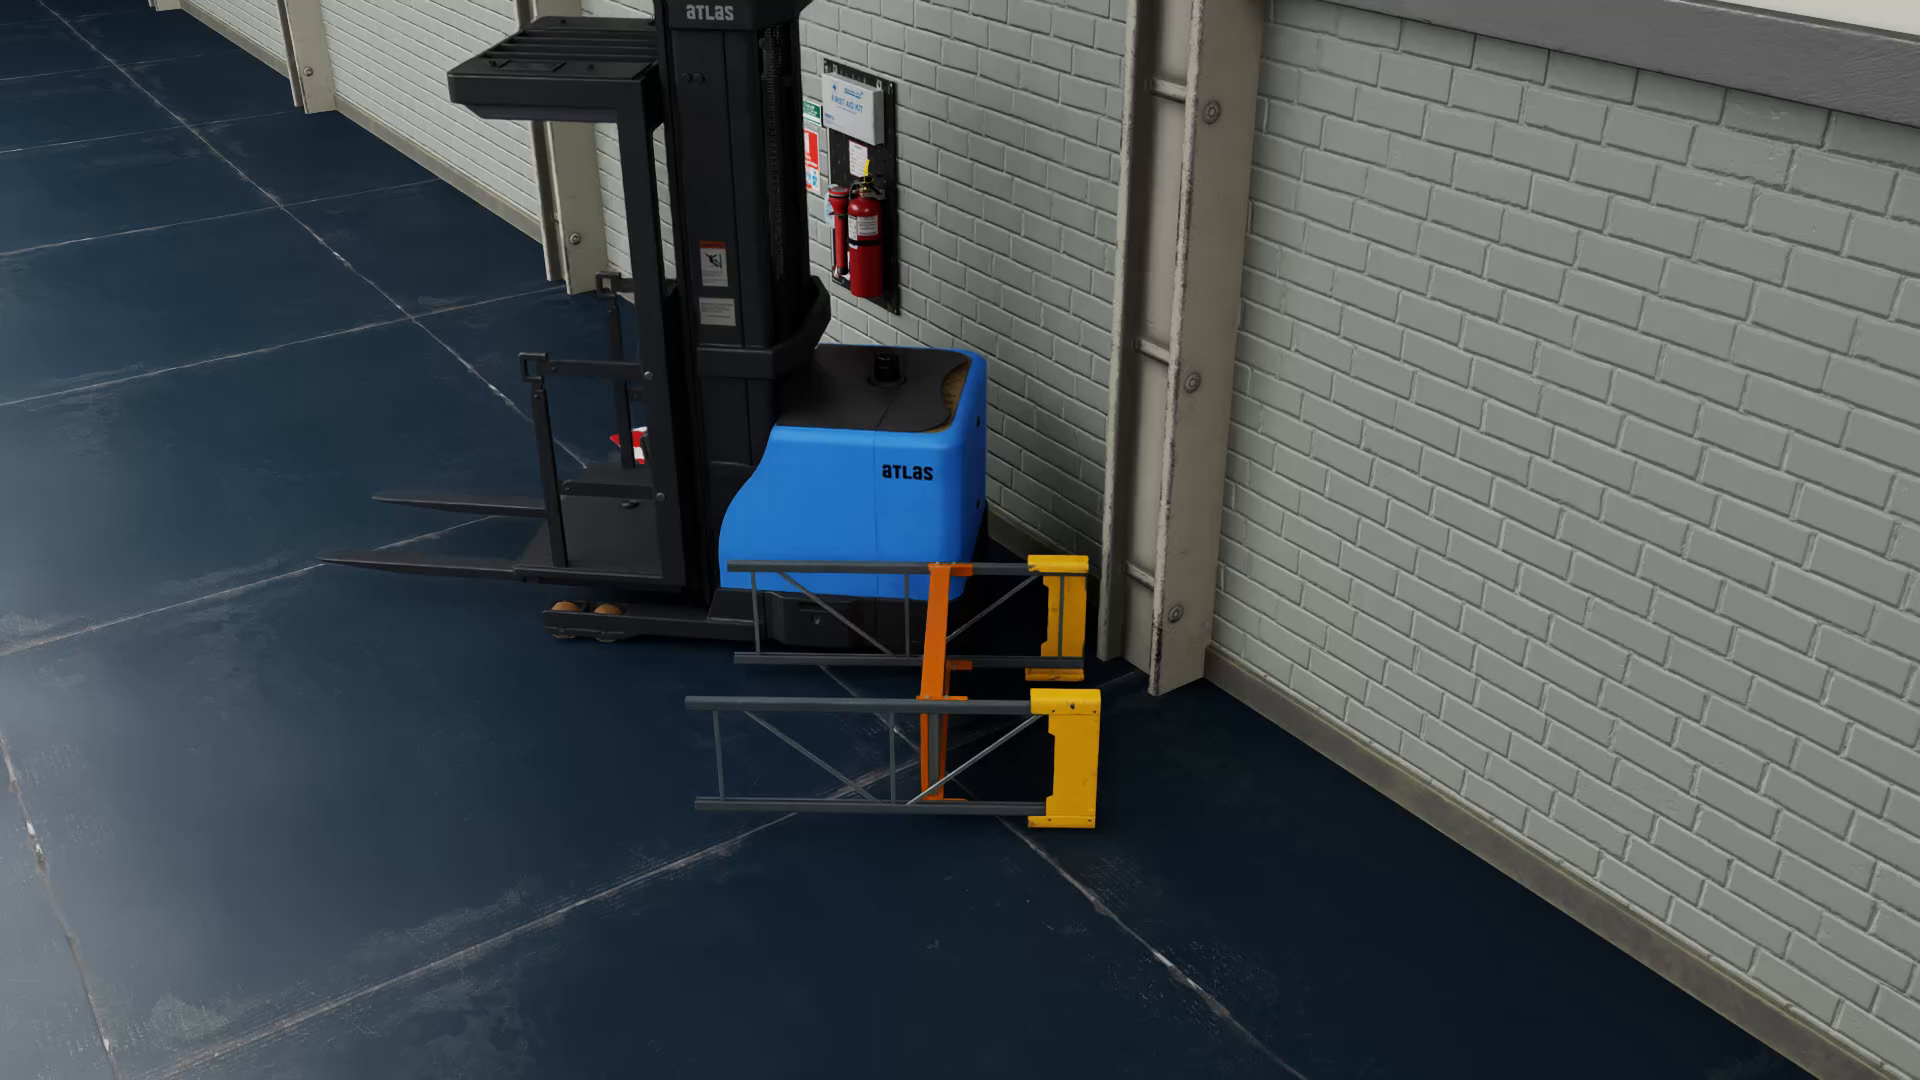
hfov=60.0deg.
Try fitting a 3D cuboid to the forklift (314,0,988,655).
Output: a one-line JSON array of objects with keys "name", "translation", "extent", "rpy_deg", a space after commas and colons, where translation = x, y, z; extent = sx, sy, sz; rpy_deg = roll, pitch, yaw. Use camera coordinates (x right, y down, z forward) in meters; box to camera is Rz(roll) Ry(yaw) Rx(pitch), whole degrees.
[{"name": "forklift", "translation": [-1.423, -1.078, 7.163], "extent": [3.031, 2.935, 1.130], "rpy_deg": [3, 29, 6]}]

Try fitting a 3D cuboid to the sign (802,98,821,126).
[{"name": "sign", "translation": [-0.807, -2.234, 8.627], "extent": [0.001, 0.109, 0.331], "rpy_deg": [-19, 34, -31]}]

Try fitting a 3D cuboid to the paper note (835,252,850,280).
[{"name": "paper note", "translation": [-0.612, -1.447, 8.694], "extent": [0.016, 0.148, 0.142], "rpy_deg": [-19, 34, -31]}]

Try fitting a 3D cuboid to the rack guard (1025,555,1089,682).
[{"name": "rack guard", "translation": [0.405, 0.333, 6.994], "extent": [0.250, 0.587, 0.087], "rpy_deg": [1, 29, 1]}]

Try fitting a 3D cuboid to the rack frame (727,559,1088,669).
[{"name": "rack frame", "translation": [-0.219, 0.316, 7.025], "extent": [1.500, 0.500, 0.032], "rpy_deg": [1, 29, 1]}]

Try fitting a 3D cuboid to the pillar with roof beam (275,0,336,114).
[{"name": "pillar with roof beam", "translation": [-9.631, -6.884, 11.497], "extent": [9.100, 9.000, 0.400], "rpy_deg": [-19, 34, -31]}]

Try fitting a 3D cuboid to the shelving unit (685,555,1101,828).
[{"name": "shelving unit", "translation": [-0.232, 0.563, 6.571], "extent": [1.500, 0.587, 1.083], "rpy_deg": [1, 29, 1]}]

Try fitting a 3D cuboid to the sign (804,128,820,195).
[{"name": "sign", "translation": [-0.802, -2.005, 8.762], "extent": [0.001, 0.329, 0.234], "rpy_deg": [-19, 34, -31]}]

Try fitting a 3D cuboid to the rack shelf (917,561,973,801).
[{"name": "rack shelf", "translation": [-0.052, 0.561, 6.575], "extent": [0.185, 0.538, 1.000], "rpy_deg": [1, 29, 1]}]

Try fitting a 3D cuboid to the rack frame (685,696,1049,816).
[{"name": "rack frame", "translation": [-0.245, 0.801, 6.132], "extent": [1.500, 0.500, 0.032], "rpy_deg": [1, 29, 1]}]

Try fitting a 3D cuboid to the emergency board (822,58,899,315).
[{"name": "emergency board", "translation": [-0.566, -1.746, 8.322], "extent": [0.194, 1.169, 0.643], "rpy_deg": [-19, 34, -31]}]

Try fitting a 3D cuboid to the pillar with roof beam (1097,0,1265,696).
[{"name": "pillar with roof beam", "translation": [-2.670, -2.219, 2.907], "extent": [9.100, 9.000, 0.400], "rpy_deg": [-19, 34, -31]}]

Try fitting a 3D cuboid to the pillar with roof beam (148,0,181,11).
[{"name": "pillar with roof beam", "translation": [-13.111, -9.217, 15.792], "extent": [9.100, 9.000, 0.400], "rpy_deg": [-19, 34, -31]}]

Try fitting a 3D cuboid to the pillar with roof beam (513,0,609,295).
[{"name": "pillar with roof beam", "translation": [-6.150, -4.552, 7.202], "extent": [9.100, 9.000, 0.400], "rpy_deg": [-19, 34, -31]}]

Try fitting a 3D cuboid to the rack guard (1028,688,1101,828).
[{"name": "rack guard", "translation": [0.380, 0.808, 6.119], "extent": [0.250, 0.587, 0.087], "rpy_deg": [1, 29, 1]}]
